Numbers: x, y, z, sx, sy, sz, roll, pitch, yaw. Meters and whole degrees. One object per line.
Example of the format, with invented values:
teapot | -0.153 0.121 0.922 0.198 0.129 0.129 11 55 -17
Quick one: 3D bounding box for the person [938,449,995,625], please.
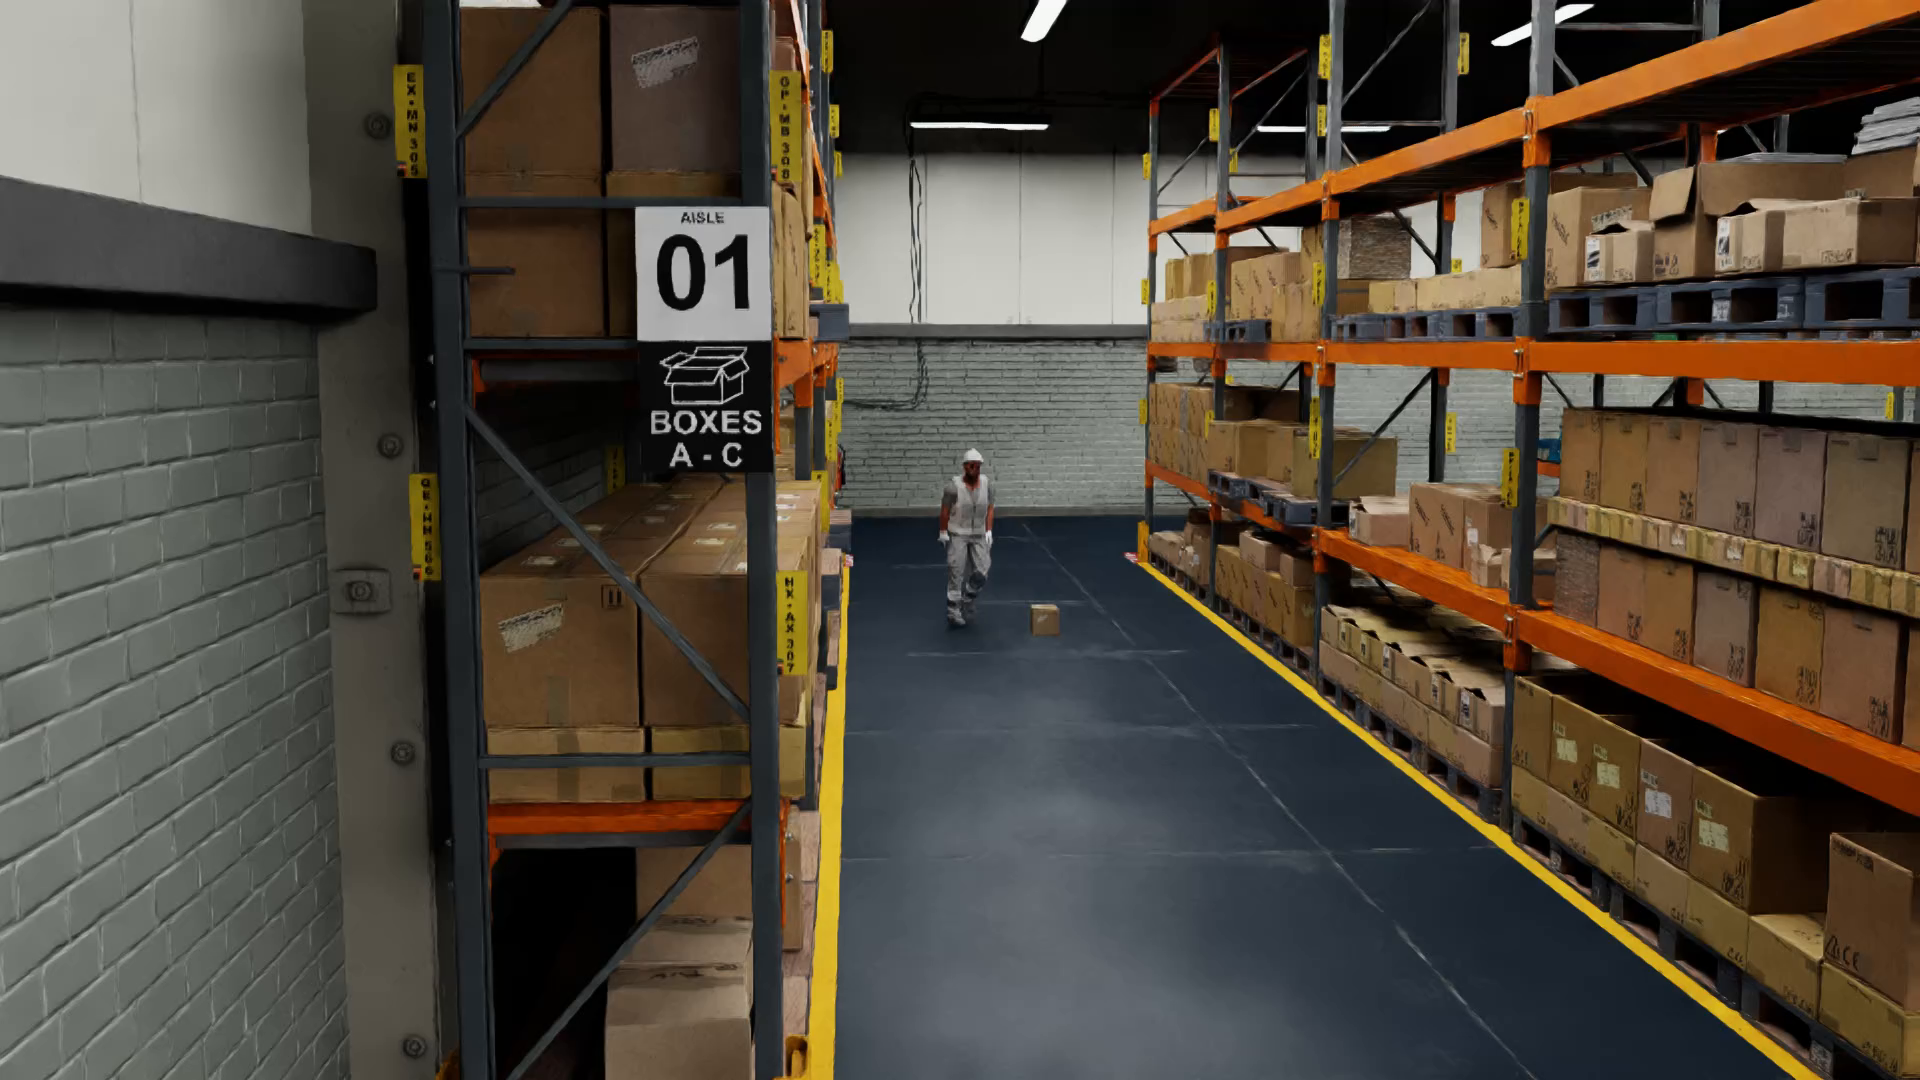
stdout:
person | 0.069 -0.034 16.519 0.536 1.761 0.682 -3 7 -20
